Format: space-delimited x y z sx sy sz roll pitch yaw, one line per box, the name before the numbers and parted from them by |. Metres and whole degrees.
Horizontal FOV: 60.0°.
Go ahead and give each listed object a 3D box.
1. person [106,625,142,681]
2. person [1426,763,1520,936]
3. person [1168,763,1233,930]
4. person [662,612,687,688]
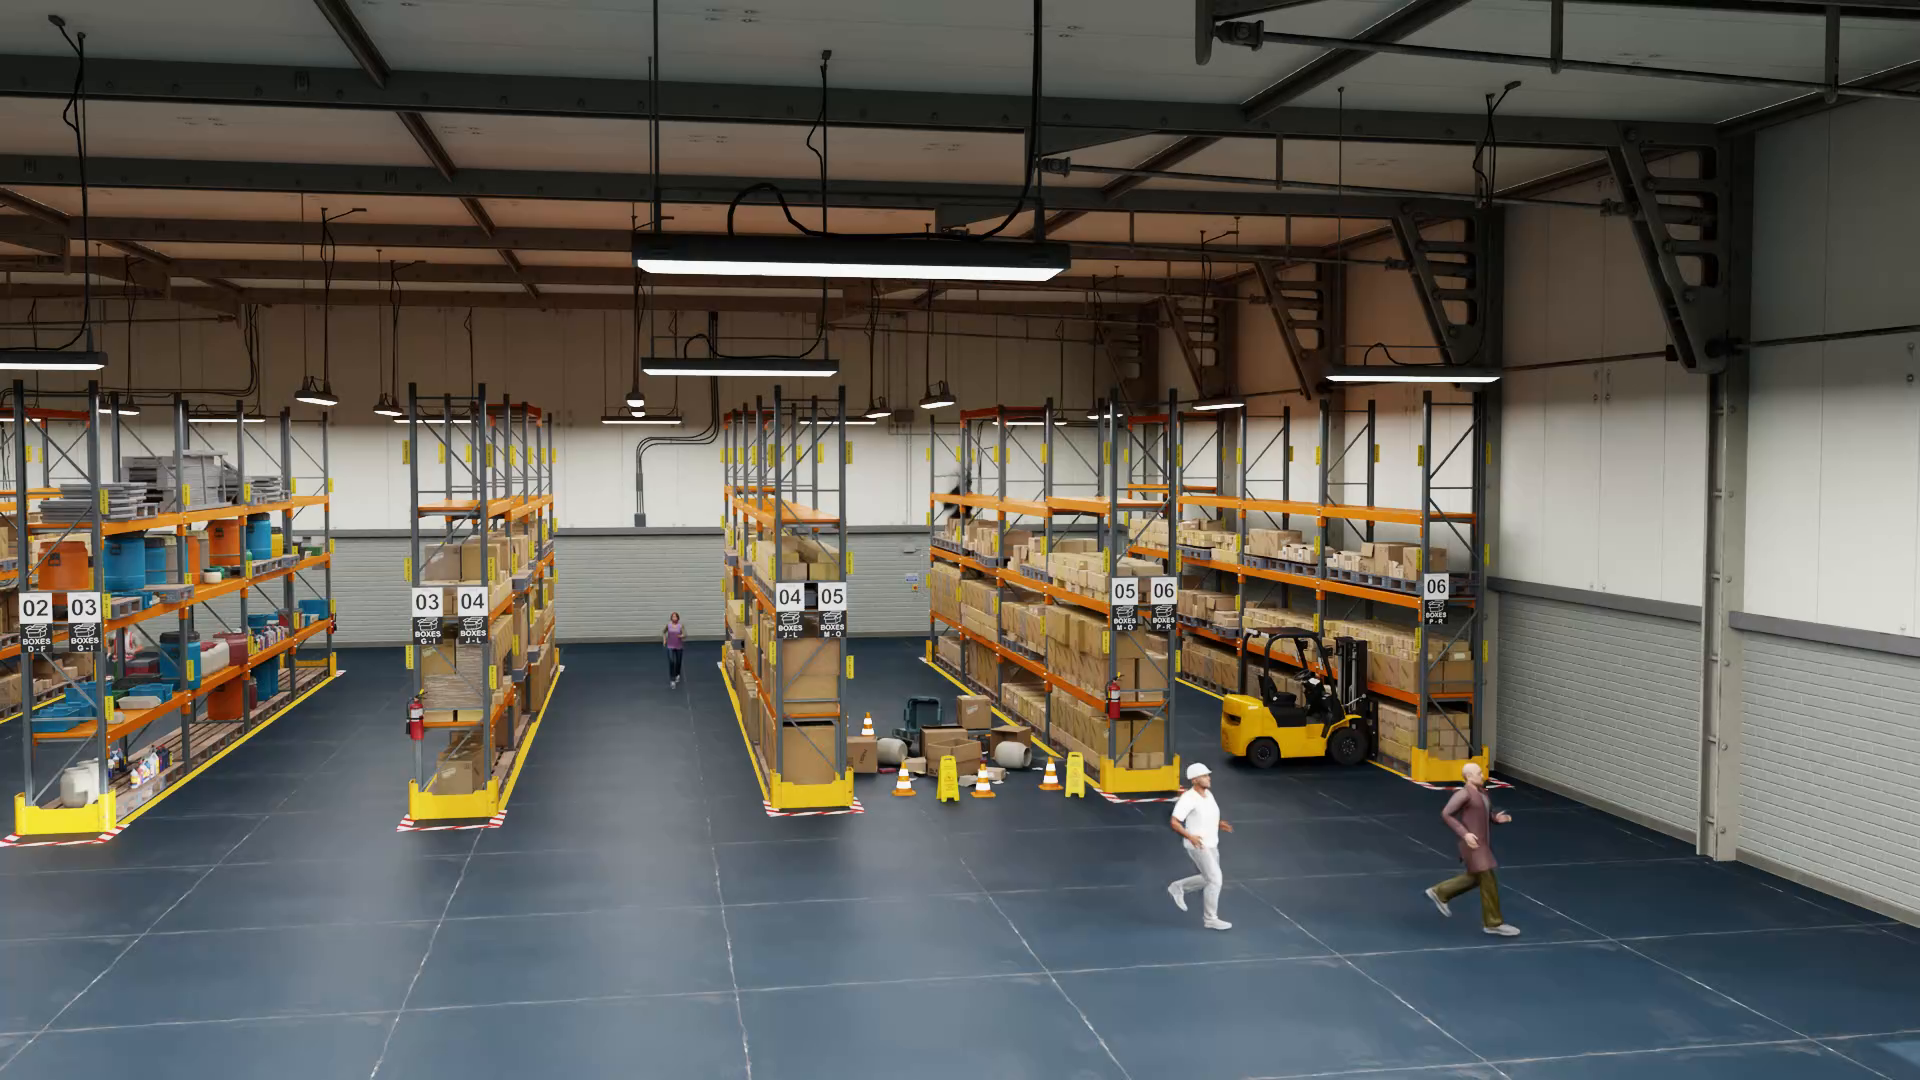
person | -16.691 2.441 33.202 0.668 1.760 0.867 -1 3 -21
person | 5.412 3.219 17.461 0.970 1.754 0.714 2 3 33
person | 2.537 3.240 17.695 0.795 1.732 0.711 2 3 34
person | -6.174 2.357 36.000 0.529 1.601 0.867 -1 3 -12
